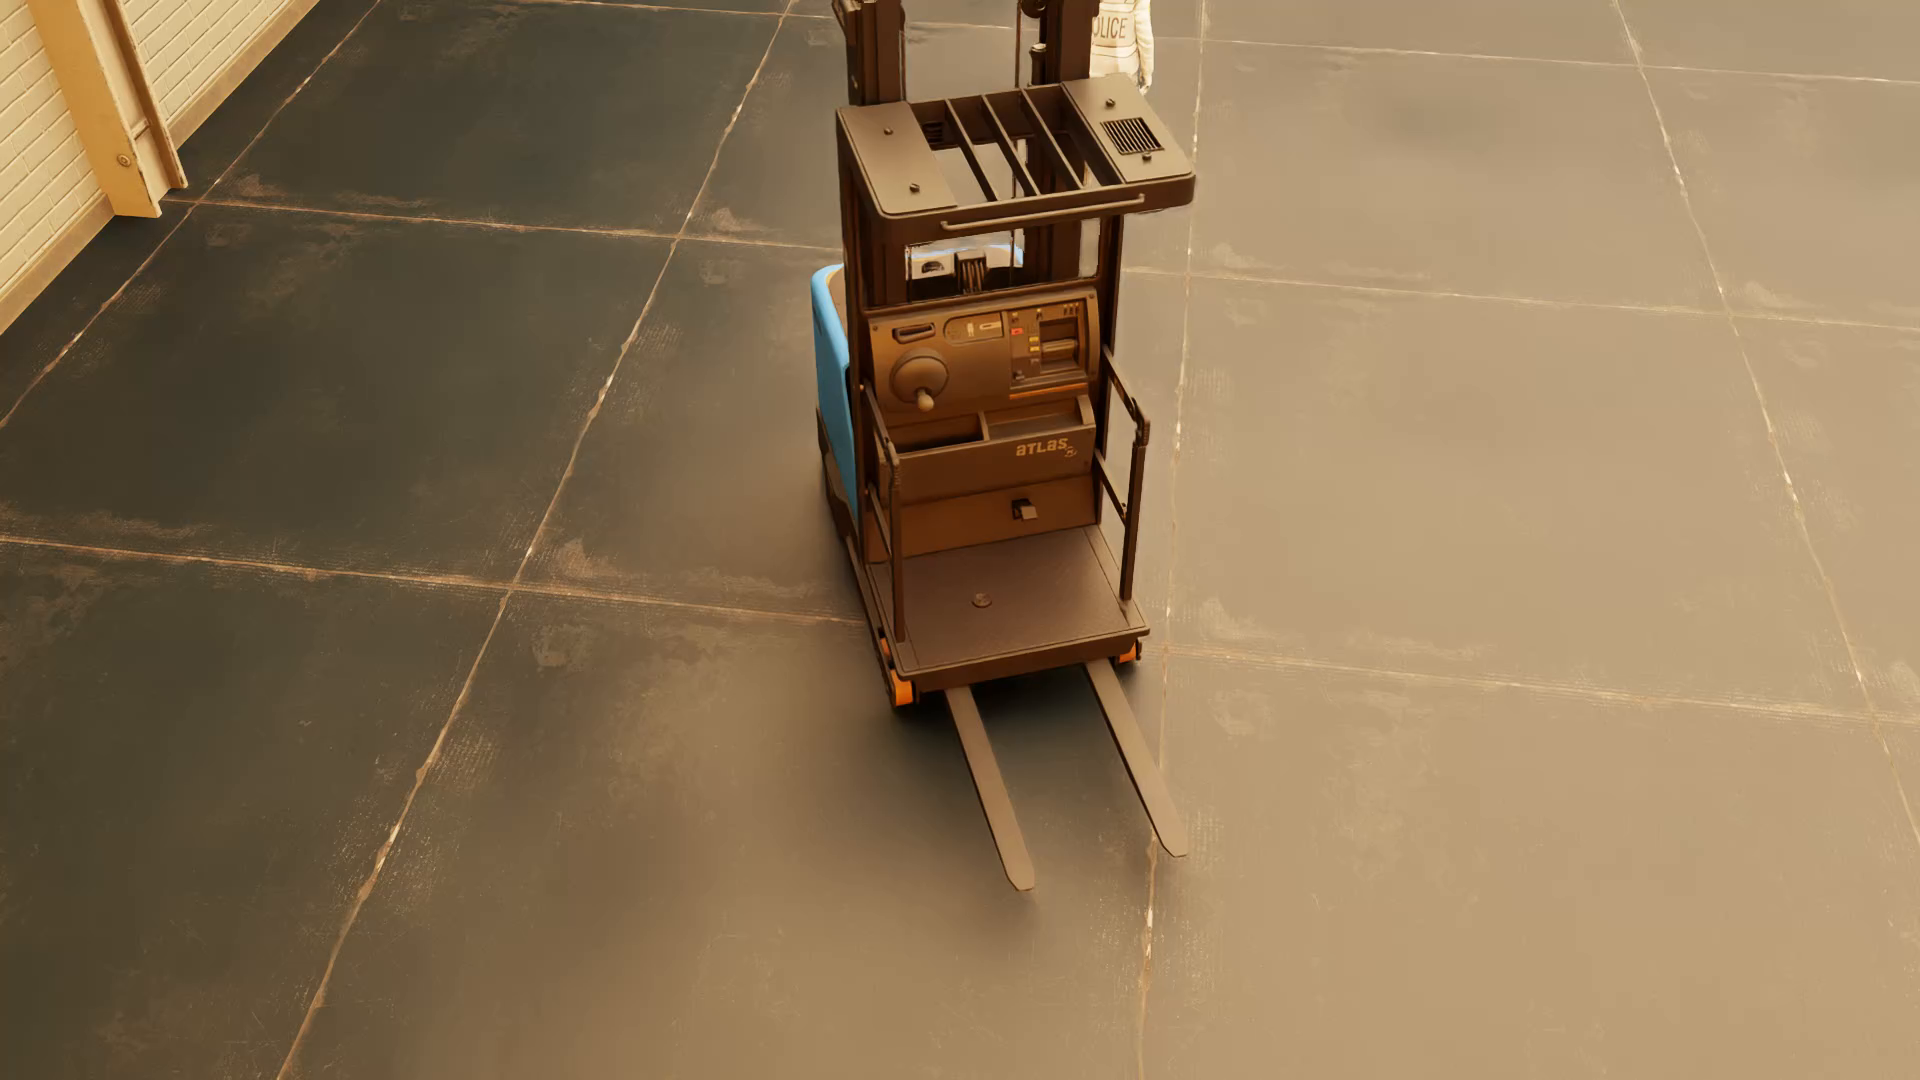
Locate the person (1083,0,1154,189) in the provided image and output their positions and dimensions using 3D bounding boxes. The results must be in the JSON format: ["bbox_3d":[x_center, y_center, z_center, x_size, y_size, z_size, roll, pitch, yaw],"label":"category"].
[{"bbox_3d":[0.853,-2.720,9.628,0.532,1.666,0.373,11,44,11],"label":"person"}]

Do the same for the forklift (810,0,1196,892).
[{"bbox_3d":[0.159,-0.664,6.448,1.130,2.935,3.031,-10,44,-11],"label":"forklift"}]
